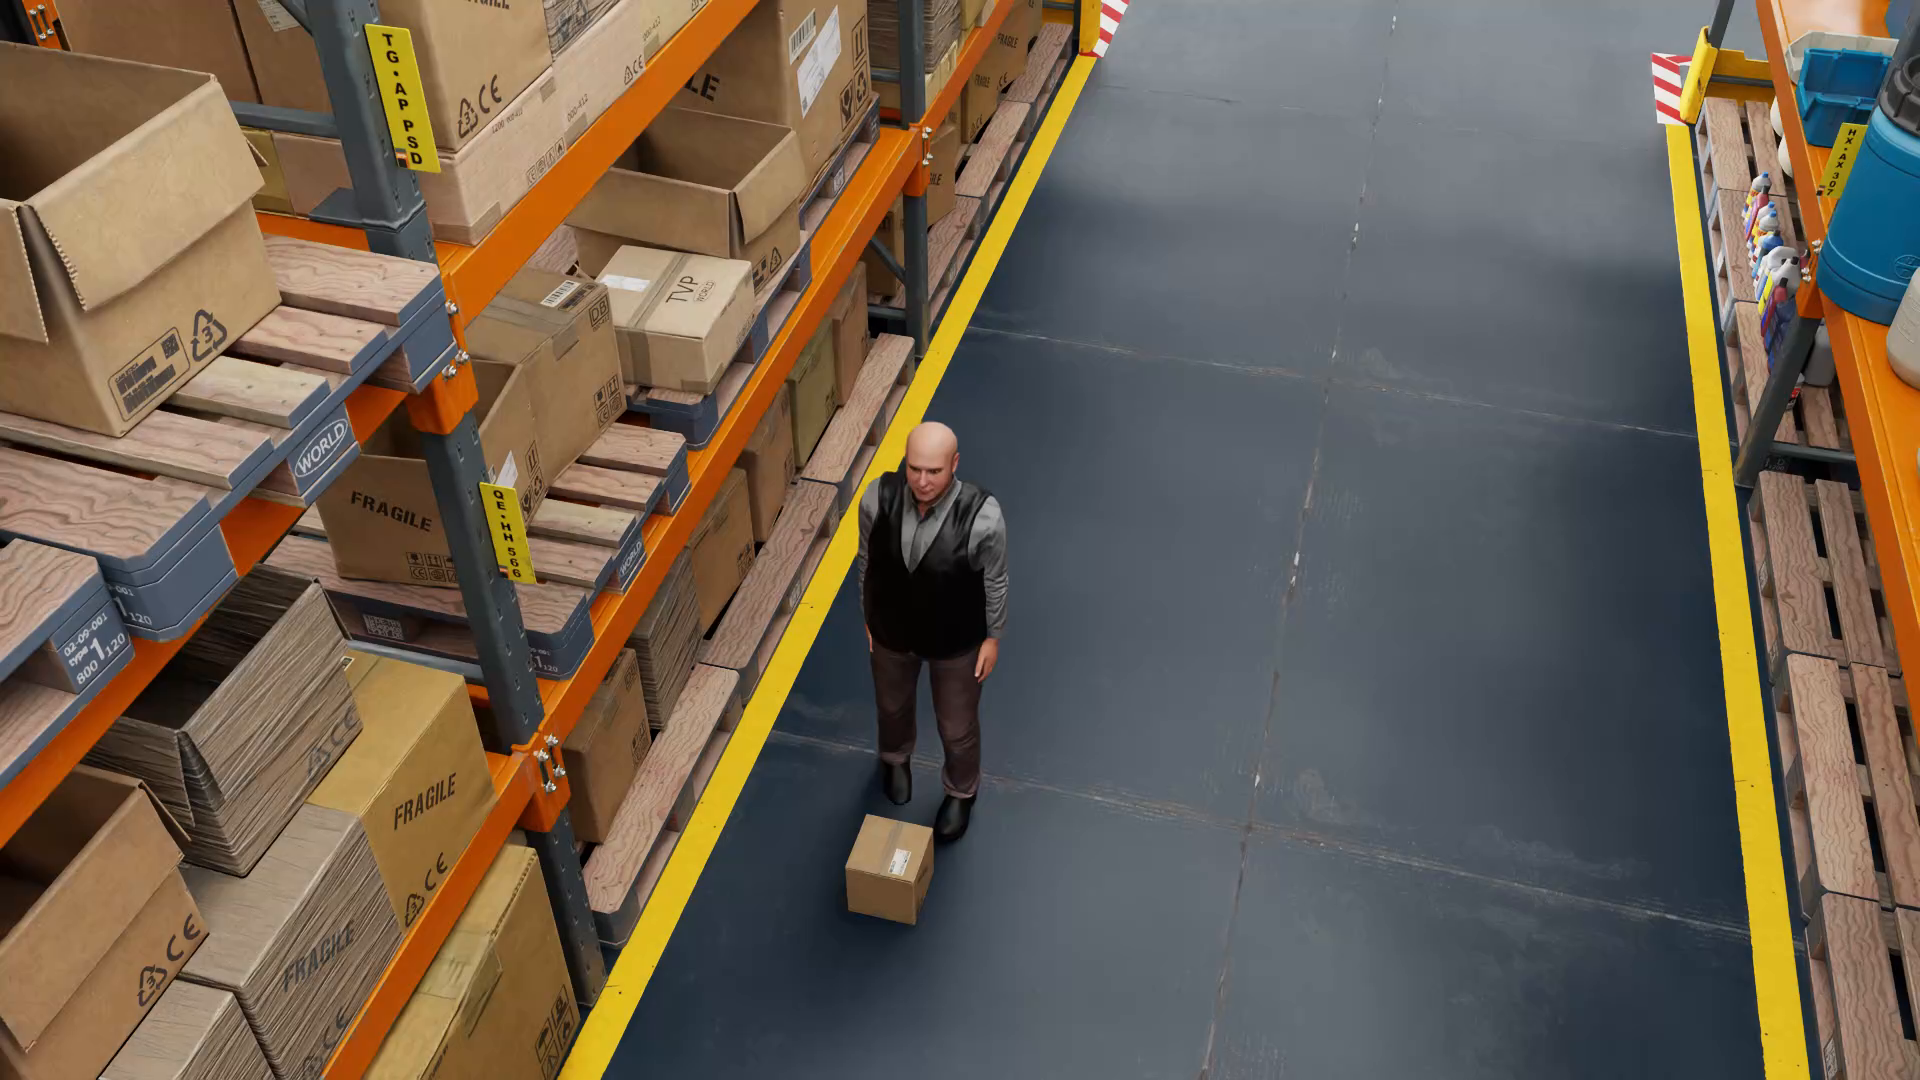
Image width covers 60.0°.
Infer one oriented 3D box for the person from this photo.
[{"bbox_3d":[-0.109,0.342,5.807,0.537,1.753,0.429,11,42,13],"label":"person"}]
